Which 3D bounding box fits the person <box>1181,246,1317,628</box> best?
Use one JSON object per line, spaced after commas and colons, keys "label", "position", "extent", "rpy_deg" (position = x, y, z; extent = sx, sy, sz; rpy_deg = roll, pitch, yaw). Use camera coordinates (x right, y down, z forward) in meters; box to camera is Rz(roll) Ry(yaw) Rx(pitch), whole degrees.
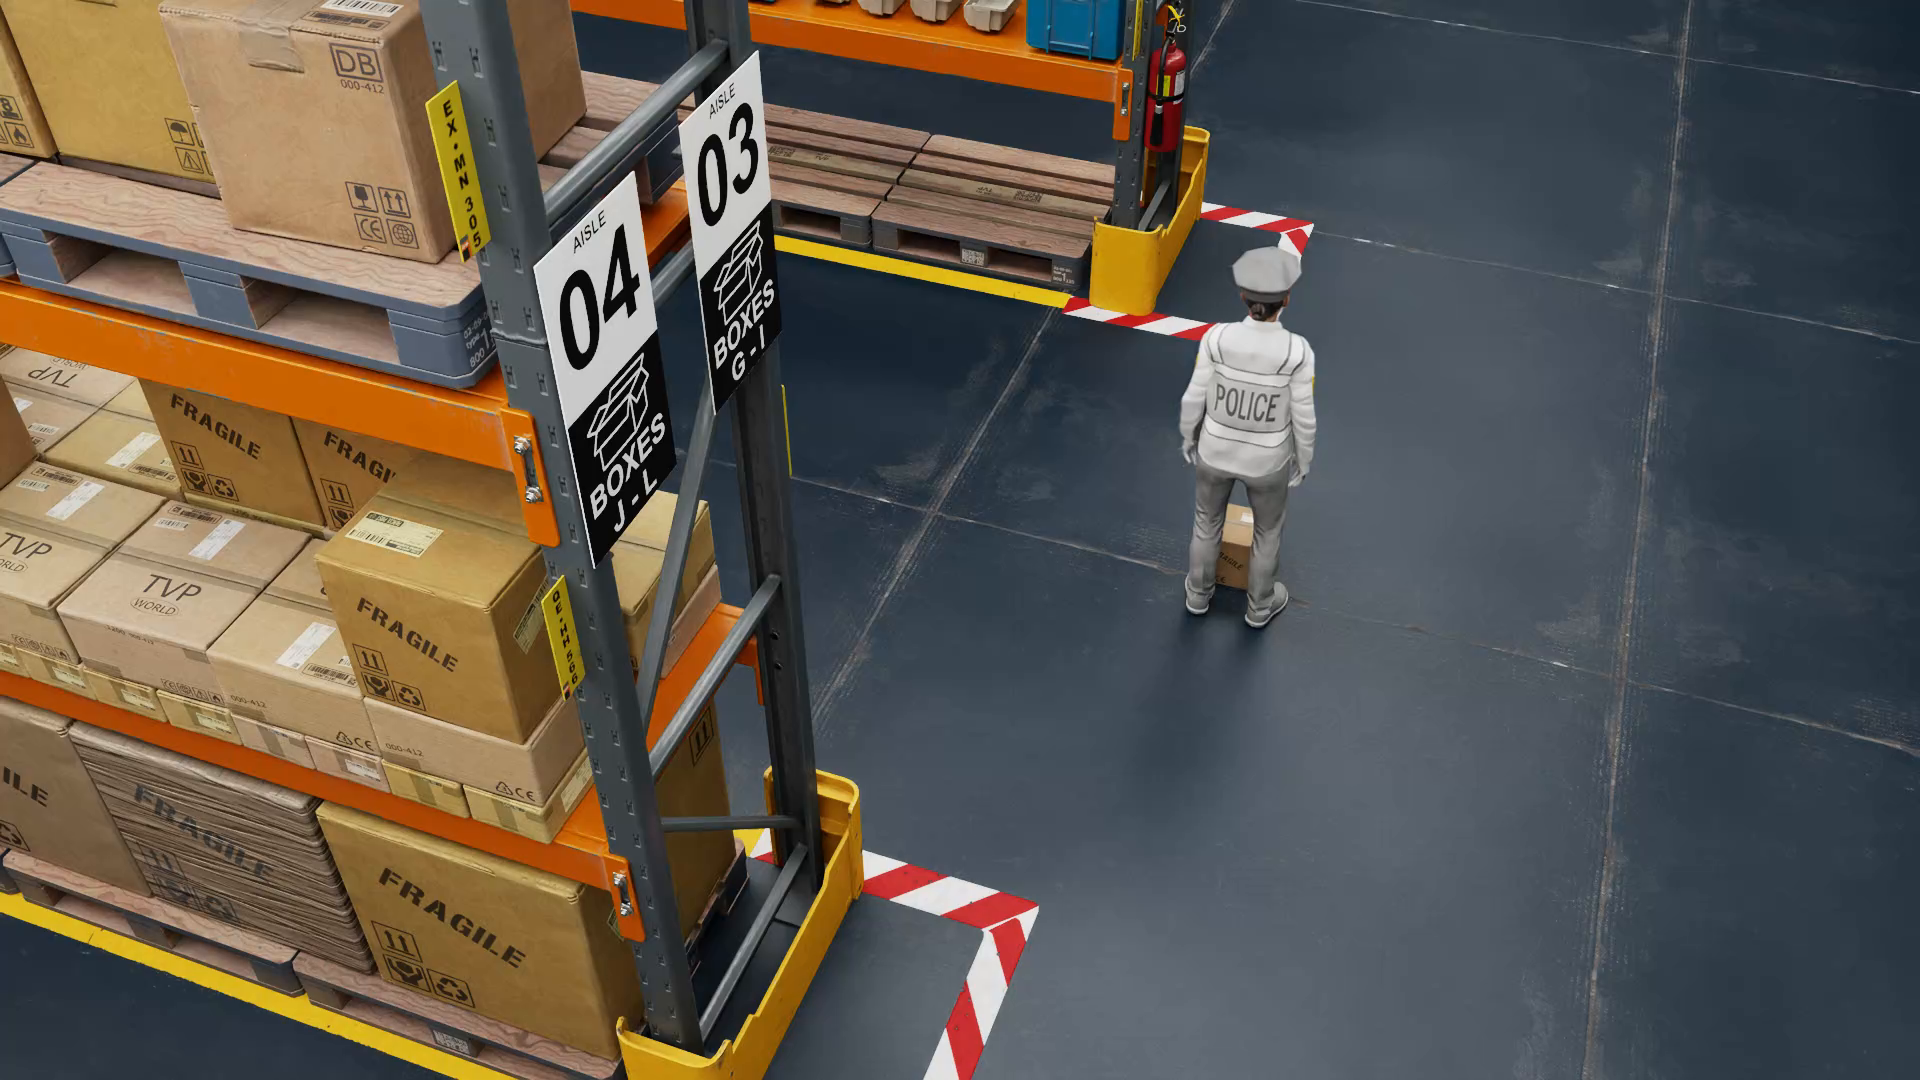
{"label": "person", "position": [1.122, -0.350, 6.548], "extent": [0.529, 1.663, 0.375], "rpy_deg": [13, 43, 15]}
